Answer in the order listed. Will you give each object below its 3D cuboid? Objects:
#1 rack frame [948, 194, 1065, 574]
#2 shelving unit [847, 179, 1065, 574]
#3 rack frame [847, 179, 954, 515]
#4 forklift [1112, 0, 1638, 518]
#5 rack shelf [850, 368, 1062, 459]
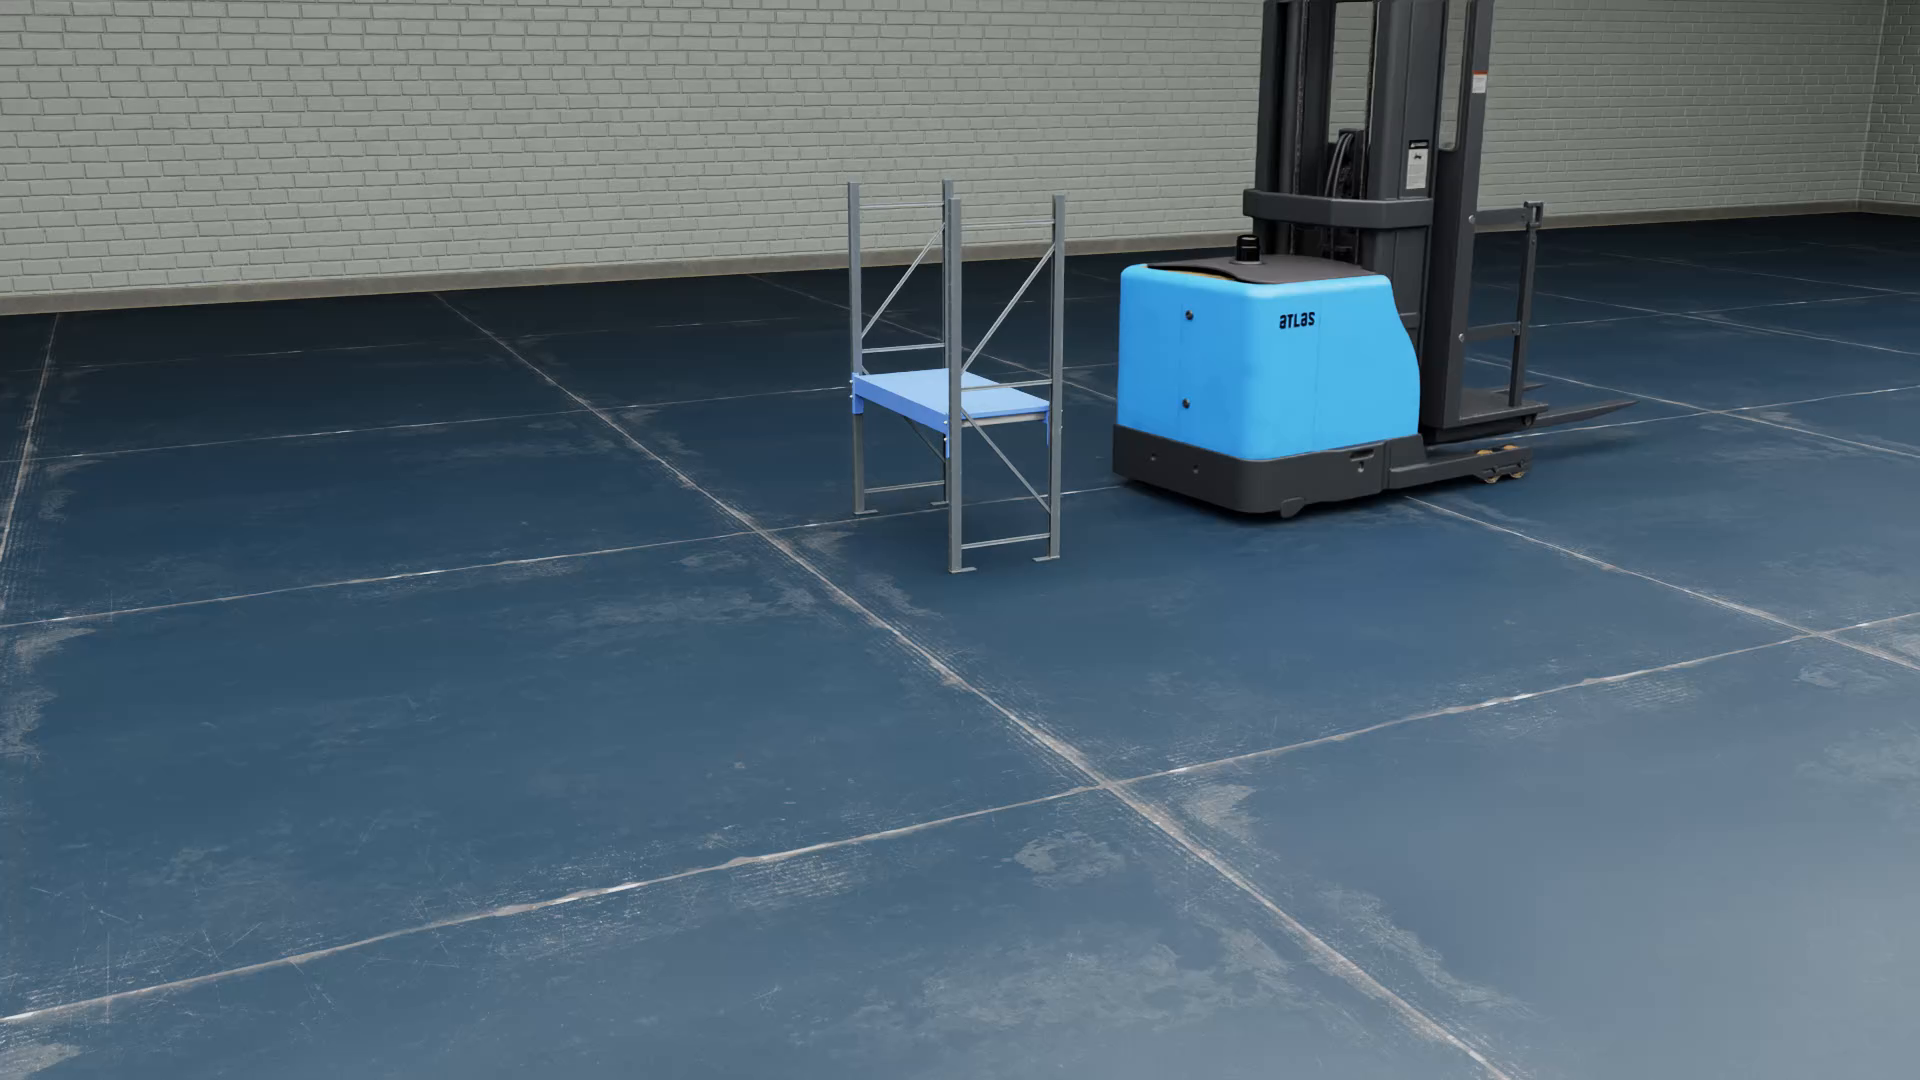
[{"bbox_3d":[0.185,-0.616,6.678,0.500,1.500,0.032,-8,18,-25],"label":"rack frame"},{"bbox_3d":[-0.037,-0.742,7.117,0.538,1.500,1.048,-8,18,-25],"label":"shelving unit"},{"bbox_3d":[-0.260,-0.868,7.557,0.500,1.500,0.032,-8,18,-25],"label":"rack frame"},{"bbox_3d":[2.260,-1.798,8.202,3.031,2.935,1.130,-10,19,-32],"label":"forklift"},{"bbox_3d":[-0.037,-0.569,7.167,0.538,0.185,1.000,-8,18,-25],"label":"rack shelf"}]
